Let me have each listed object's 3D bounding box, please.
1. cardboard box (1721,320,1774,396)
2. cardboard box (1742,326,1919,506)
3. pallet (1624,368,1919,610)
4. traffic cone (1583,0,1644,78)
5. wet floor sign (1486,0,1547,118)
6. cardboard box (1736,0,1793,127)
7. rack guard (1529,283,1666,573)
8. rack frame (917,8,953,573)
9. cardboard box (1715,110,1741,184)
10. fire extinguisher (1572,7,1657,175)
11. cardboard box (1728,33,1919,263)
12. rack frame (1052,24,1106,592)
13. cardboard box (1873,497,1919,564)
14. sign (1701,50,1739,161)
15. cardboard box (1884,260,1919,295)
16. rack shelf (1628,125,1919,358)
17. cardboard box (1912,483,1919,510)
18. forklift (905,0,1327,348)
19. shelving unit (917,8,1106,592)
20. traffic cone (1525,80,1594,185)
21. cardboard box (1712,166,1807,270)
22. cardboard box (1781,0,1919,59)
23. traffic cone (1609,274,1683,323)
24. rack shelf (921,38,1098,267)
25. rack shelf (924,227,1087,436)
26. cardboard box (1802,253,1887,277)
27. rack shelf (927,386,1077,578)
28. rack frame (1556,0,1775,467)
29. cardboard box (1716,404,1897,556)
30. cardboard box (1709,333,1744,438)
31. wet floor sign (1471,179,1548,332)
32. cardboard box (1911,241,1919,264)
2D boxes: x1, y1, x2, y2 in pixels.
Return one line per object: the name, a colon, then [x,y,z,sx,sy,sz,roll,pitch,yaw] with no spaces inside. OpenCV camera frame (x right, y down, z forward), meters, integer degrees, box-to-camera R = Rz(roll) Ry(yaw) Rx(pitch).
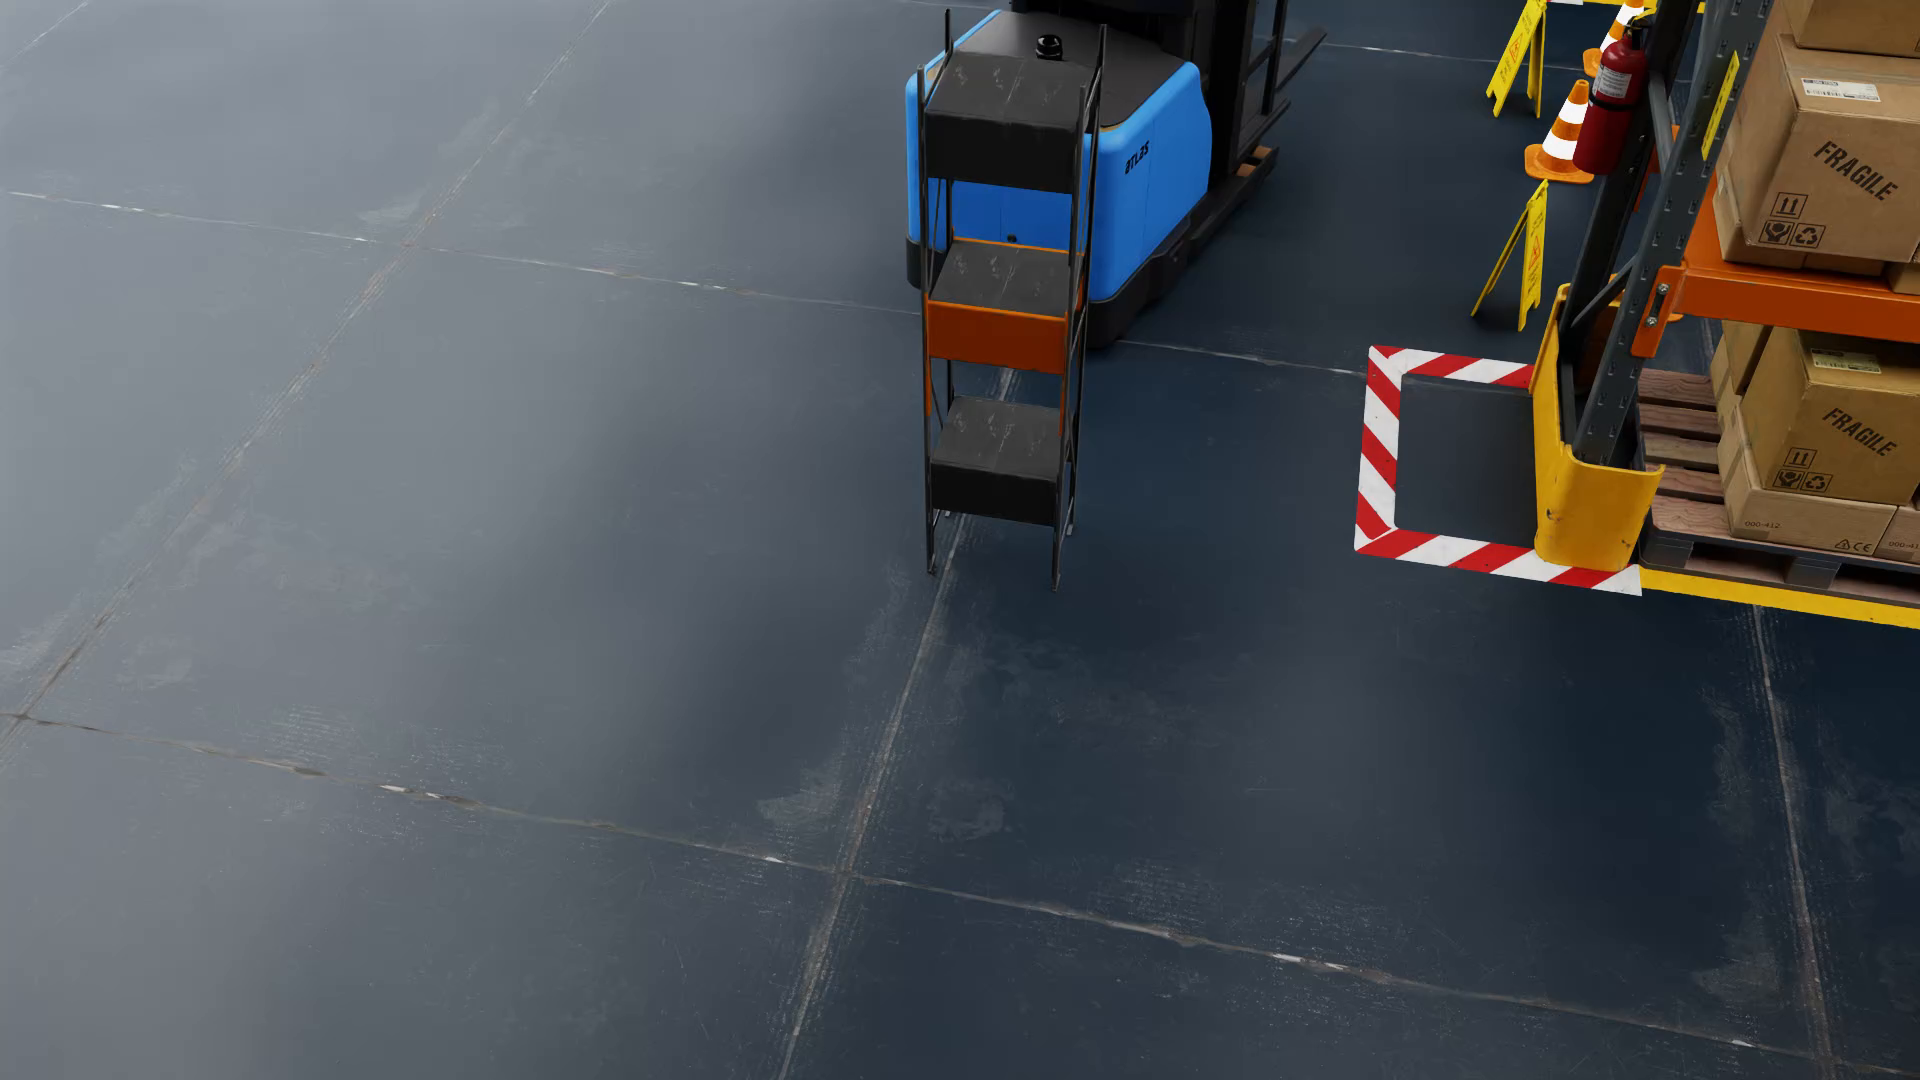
cardboard box: [3.278,-0.866,6.367,0.500,0.500,0.500,9,45,9]
cardboard box: [3.189,-0.499,5.985,0.500,0.500,0.500,7,44,8]
pallet: [3.298,-0.217,6.564,1.213,0.211,1.003,9,45,9]
traffic cone: [3.629,-2.790,9.056,0.334,0.463,0.336,9,45,9]
wet floor sign: [2.961,-2.562,8.687,0.232,0.644,0.267,2,44,2]
cardboard box: [3.029,-1.628,5.732,0.500,0.500,0.500,8,44,8]
rack guard: [2.513,-0.468,6.617,0.348,0.500,1.175,9,45,9]
rack frame: [-0.077,-0.768,5.775,0.015,2.100,0.400,9,45,9]
cardboard box: [2.851,-1.378,5.941,0.250,0.149,0.380,10,45,10]
fire extinguisher: [2.428,-1.682,6.131,0.183,0.674,0.296,9,45,9]
cardboard box: [2.841,-1.264,5.355,0.500,0.500,0.500,8,45,8]
rack frame: [0.400,-0.694,5.698,0.015,2.100,0.400,9,45,9]
cardboard box: [3.662,-0.149,6.163,0.500,0.250,0.500,10,45,11]
sign: [2.321,-1.325,5.080,0.005,0.325,0.100,9,45,9]
cardboard box: [3.216,-0.975,5.521,0.250,0.149,0.380,8,44,8]
rack shelf: [4.391,-0.818,5.697,4.000,0.370,1.077,9,45,9]
cardboard box: [3.700,-0.422,5.906,0.500,0.500,0.500,7,44,8]
forklift: [0.942,-2.903,7.394,1.130,2.935,3.031,22,48,22]
shelving unit: [0.162,-0.731,5.737,0.503,2.100,0.431,9,45,9]
traffic cone: [3.051,-2.077,8.315,0.334,0.463,0.336,9,45,9]
cardboard box: [2.725,-1.098,5.650,0.250,0.149,0.380,9,45,9]
cardboard box: [2.985,-1.954,5.350,0.500,0.500,0.700,8,44,8]
traffic cone: [3.140,-1.274,7.481,0.334,0.463,0.336,9,45,9]
rack shelf: [0.162,-1.226,5.261,0.480,0.518,0.431,9,45,9]
rack shelf: [0.162,-0.722,5.746,0.480,0.518,0.431,9,45,9]
cardboard box: [2.975,-1.070,5.620,0.250,0.149,0.380,9,45,10]
rack shelf: [0.162,-0.217,6.231,0.480,0.518,0.431,9,45,9]
rack frame: [2.439,-1.380,5.762,0.127,3.000,1.000,9,45,9]
cardboard box: [3.166,-0.232,6.248,0.500,0.250,0.500,8,45,9]
cardboard box: [3.310,-0.597,6.628,0.500,0.250,0.500,9,45,9]
wet floor sign: [2.487,-1.285,7.361,0.232,0.644,0.267,24,49,23]
cardboard box: [3.347,-1.188,5.275,0.500,0.500,0.500,10,45,10]
